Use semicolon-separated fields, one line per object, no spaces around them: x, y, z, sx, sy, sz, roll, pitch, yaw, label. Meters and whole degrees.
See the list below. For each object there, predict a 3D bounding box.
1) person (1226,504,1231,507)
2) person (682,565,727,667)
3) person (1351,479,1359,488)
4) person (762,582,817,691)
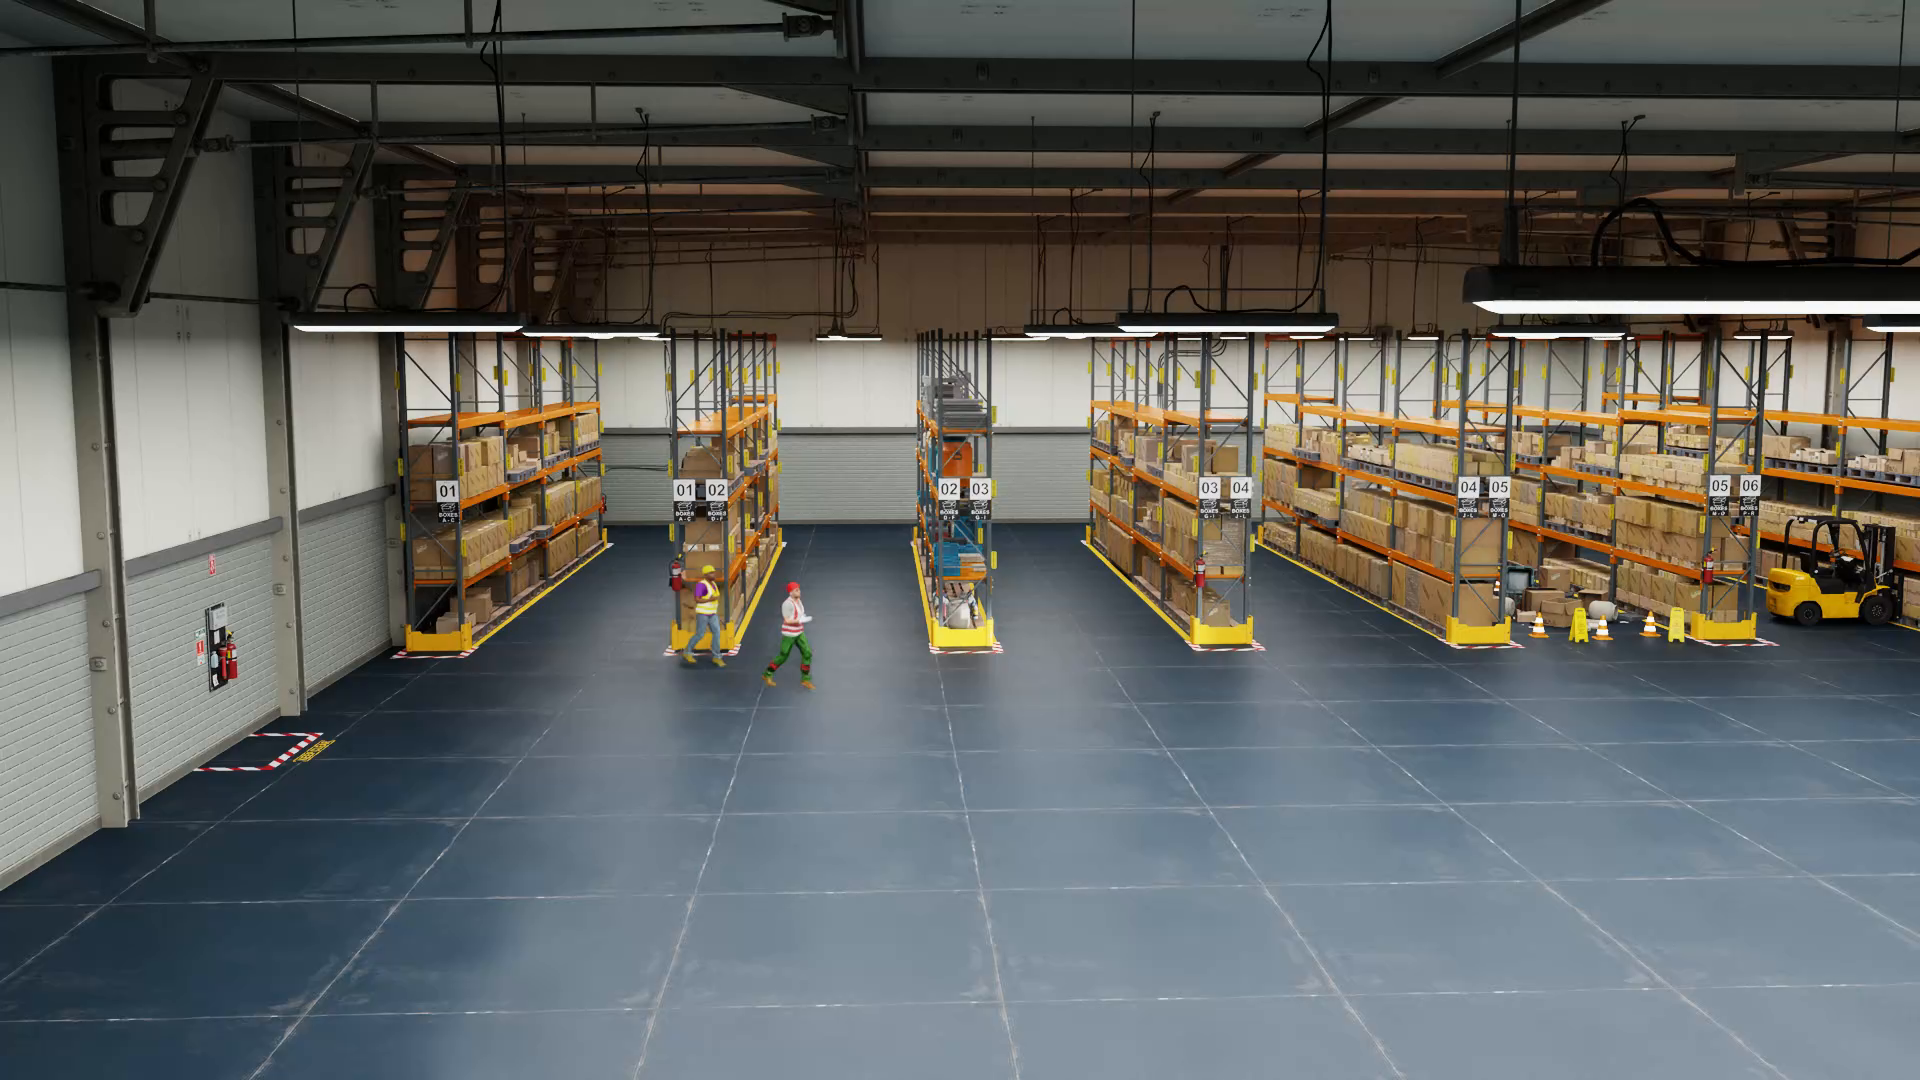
7.753;-0.842;48.685;0.662;1.742;0.791;-6;9;-43;person
-4.529;1.349;29.674;0.862;1.813;0.688;3;8;26;person
11.636;-0.947;49.396;0.624;1.749;0.730;0;7;3;person
-2.818;1.590;27.570;0.932;1.827;0.676;3;7;25;person
